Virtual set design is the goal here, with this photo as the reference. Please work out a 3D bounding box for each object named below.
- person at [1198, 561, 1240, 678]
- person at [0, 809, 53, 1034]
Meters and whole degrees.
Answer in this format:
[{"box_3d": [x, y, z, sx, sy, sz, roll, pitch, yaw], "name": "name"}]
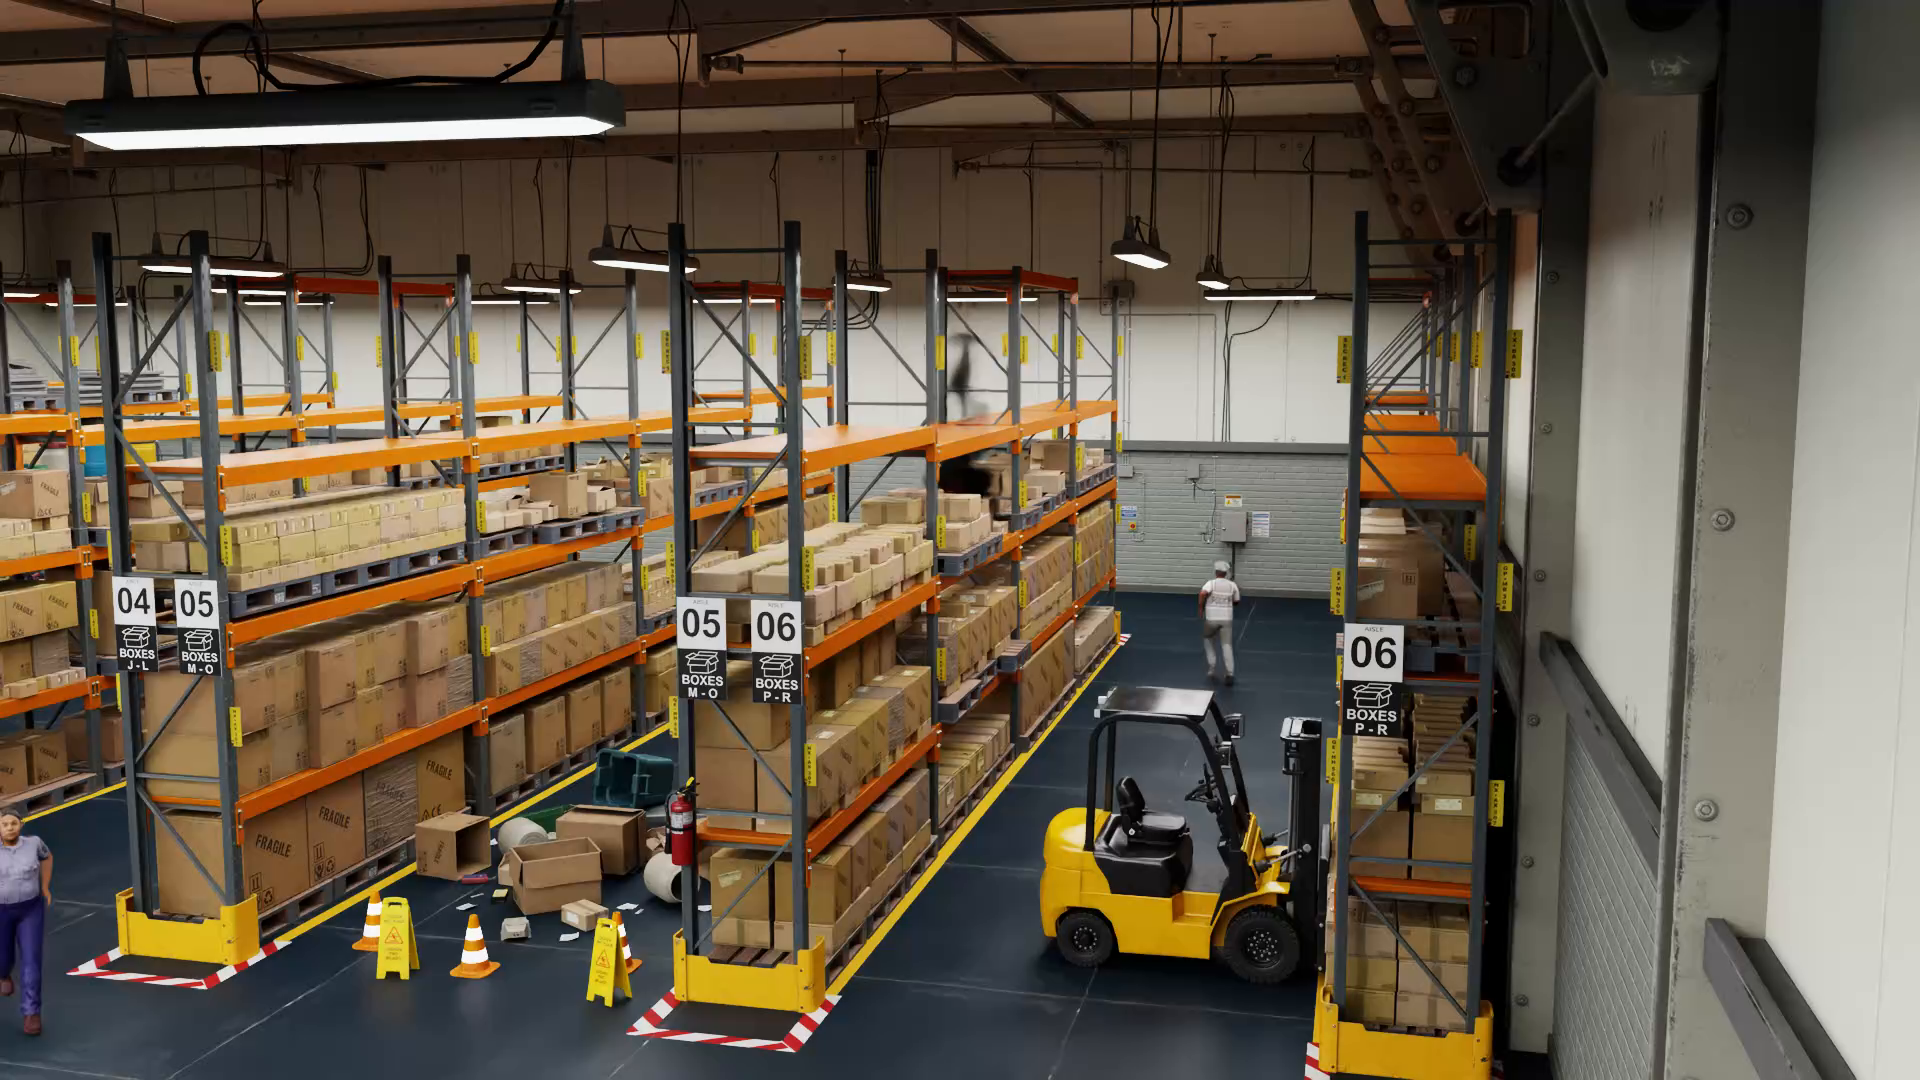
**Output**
[{"box_3d": [3.904, 1.235, 25.134, 0.672, 1.825, 0.901, 0, 7, 0], "name": "person"}, {"box_3d": [-7.154, 2.830, 12.573, 0.608, 1.626, 0.941, -5, 9, -35], "name": "person"}]
